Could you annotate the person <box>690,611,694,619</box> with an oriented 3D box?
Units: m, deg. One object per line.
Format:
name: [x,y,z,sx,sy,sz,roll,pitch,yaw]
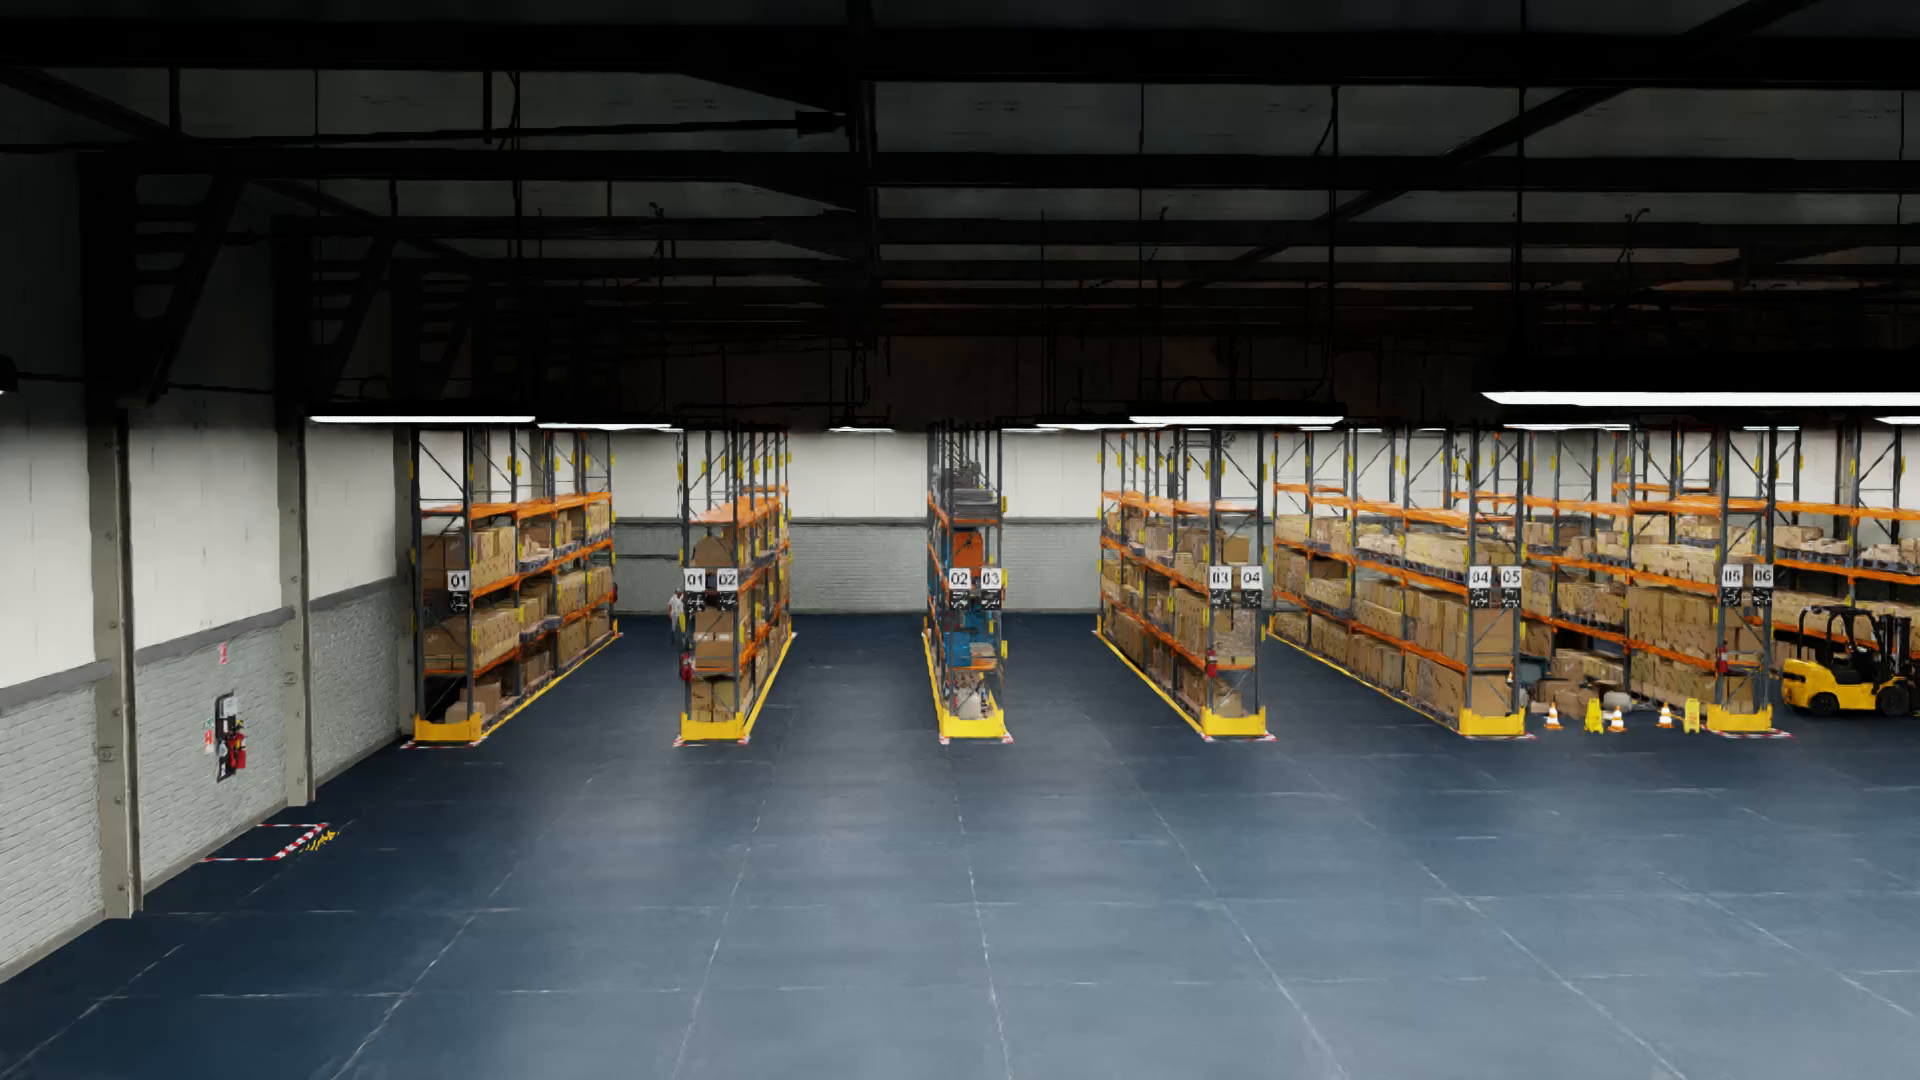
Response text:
person: [-8.038,1.596,50.707,0.584,1.775,0.576,-3,5,-37]

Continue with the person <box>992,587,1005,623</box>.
person: [1.128,1.692,50.408,0.463,1.596,0.998,0,4,-3]

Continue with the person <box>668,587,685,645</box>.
person: [-7.605,2.048,44.969,0.608,1.611,0.575,0,4,-5]
